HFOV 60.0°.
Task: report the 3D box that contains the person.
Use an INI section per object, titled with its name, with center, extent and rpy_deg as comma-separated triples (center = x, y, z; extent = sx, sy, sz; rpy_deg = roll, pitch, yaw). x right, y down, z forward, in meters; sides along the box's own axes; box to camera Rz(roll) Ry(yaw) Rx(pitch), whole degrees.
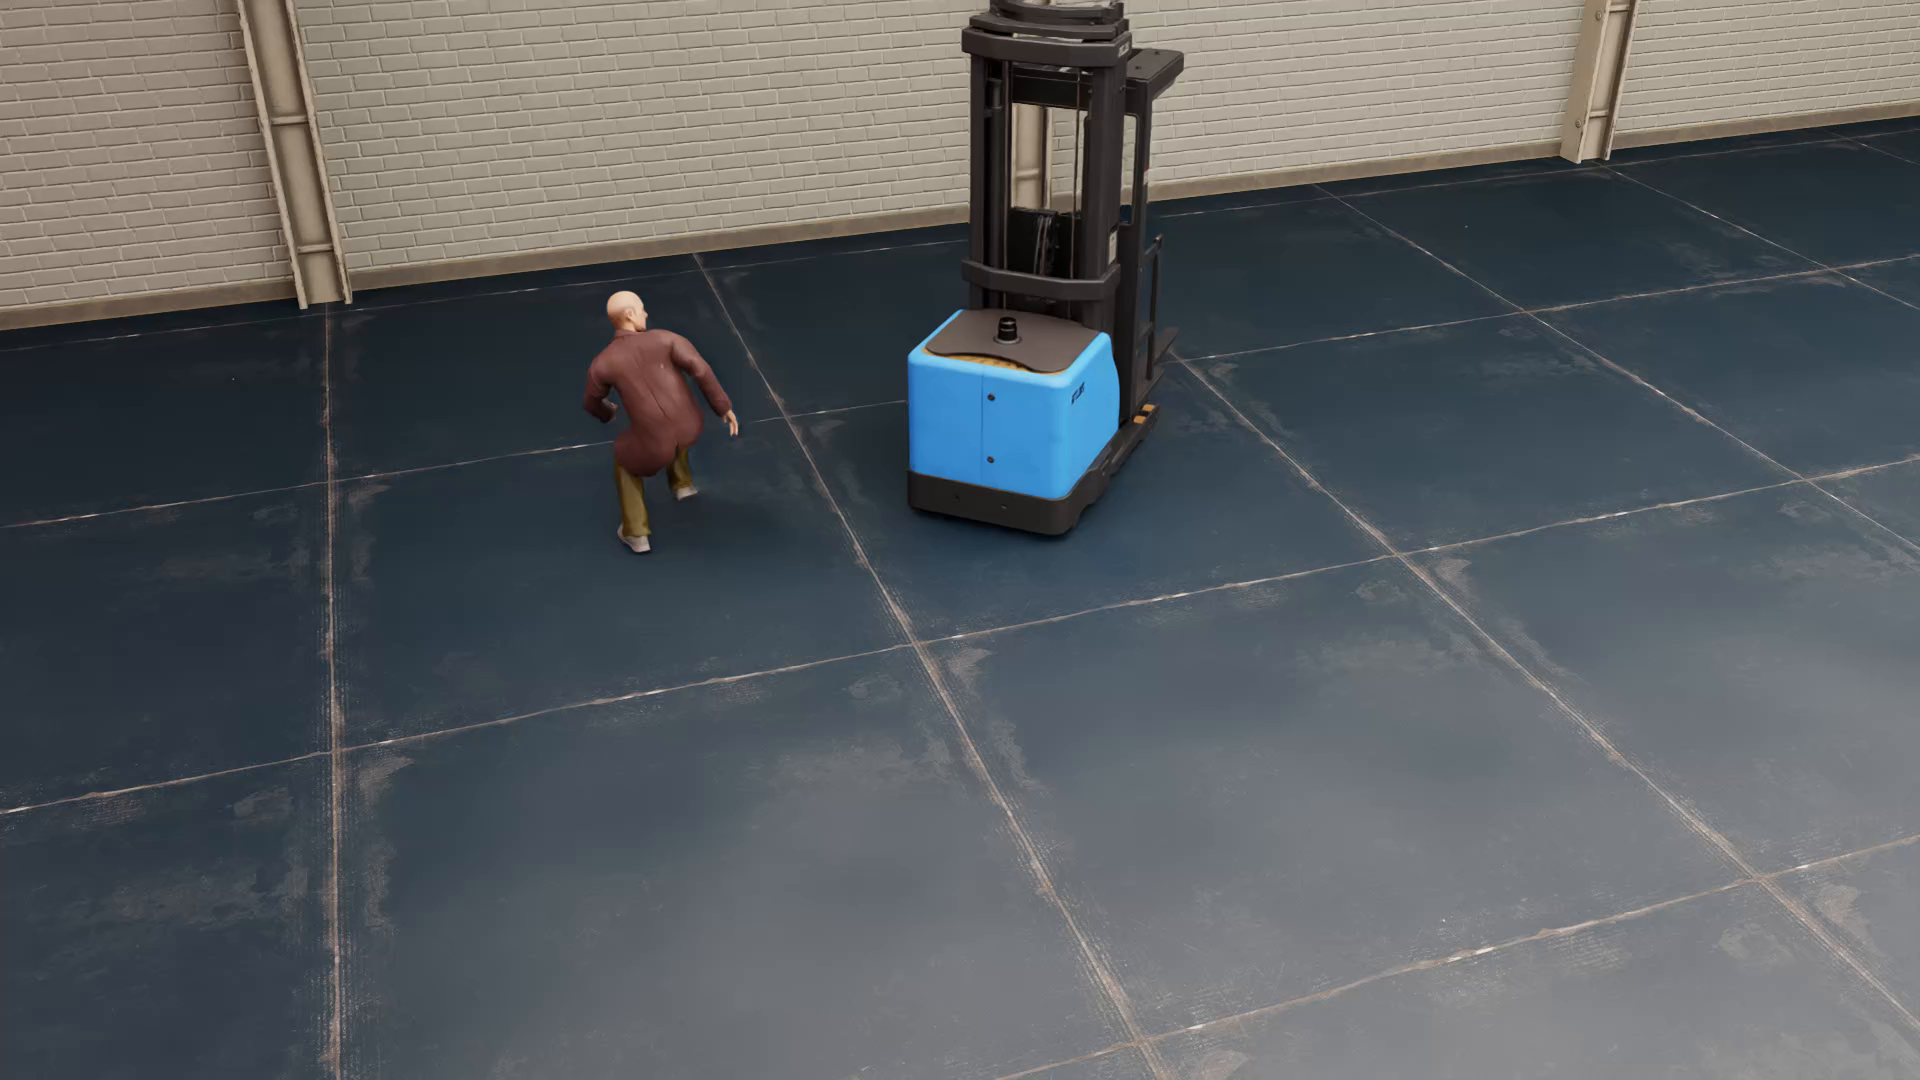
[person]
center = -1.792, -0.744, 9.809
extent = 0.818, 1.554, 0.740
rpy_deg = -11, 32, -19

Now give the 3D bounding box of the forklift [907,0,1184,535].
[forklift]
center = 0.718, -2.017, 10.593
extent = 1.130, 2.935, 3.031
rpy_deg = 12, 32, 20
